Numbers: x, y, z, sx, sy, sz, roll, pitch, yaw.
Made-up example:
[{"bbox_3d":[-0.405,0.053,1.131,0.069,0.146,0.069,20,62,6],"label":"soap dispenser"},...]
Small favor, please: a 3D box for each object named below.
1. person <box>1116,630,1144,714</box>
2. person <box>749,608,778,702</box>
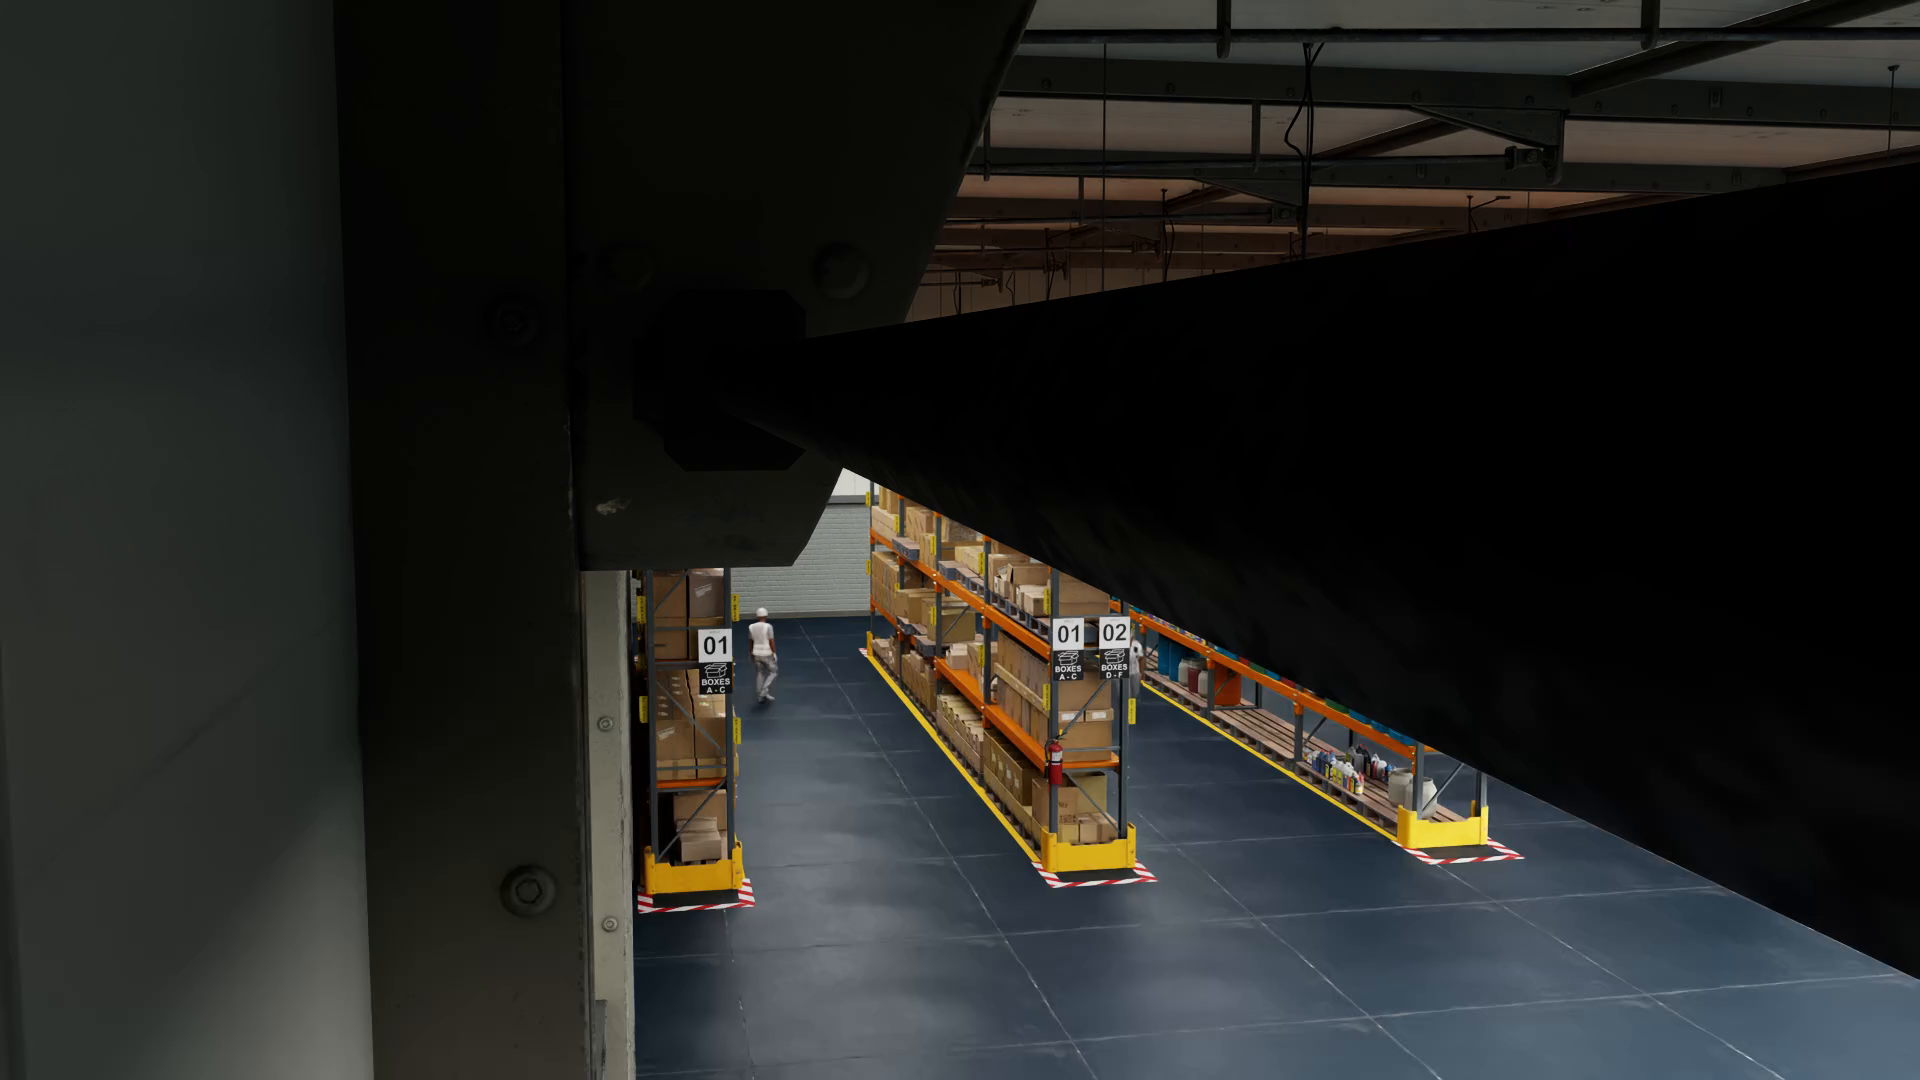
[{"bbox_3d":[3.060,2.392,29.963,0.507,1.654,0.594,0,6,1],"label":"person"},{"bbox_3d":[-3.731,2.176,31.370,0.596,1.787,0.501,3,7,29],"label":"person"}]
